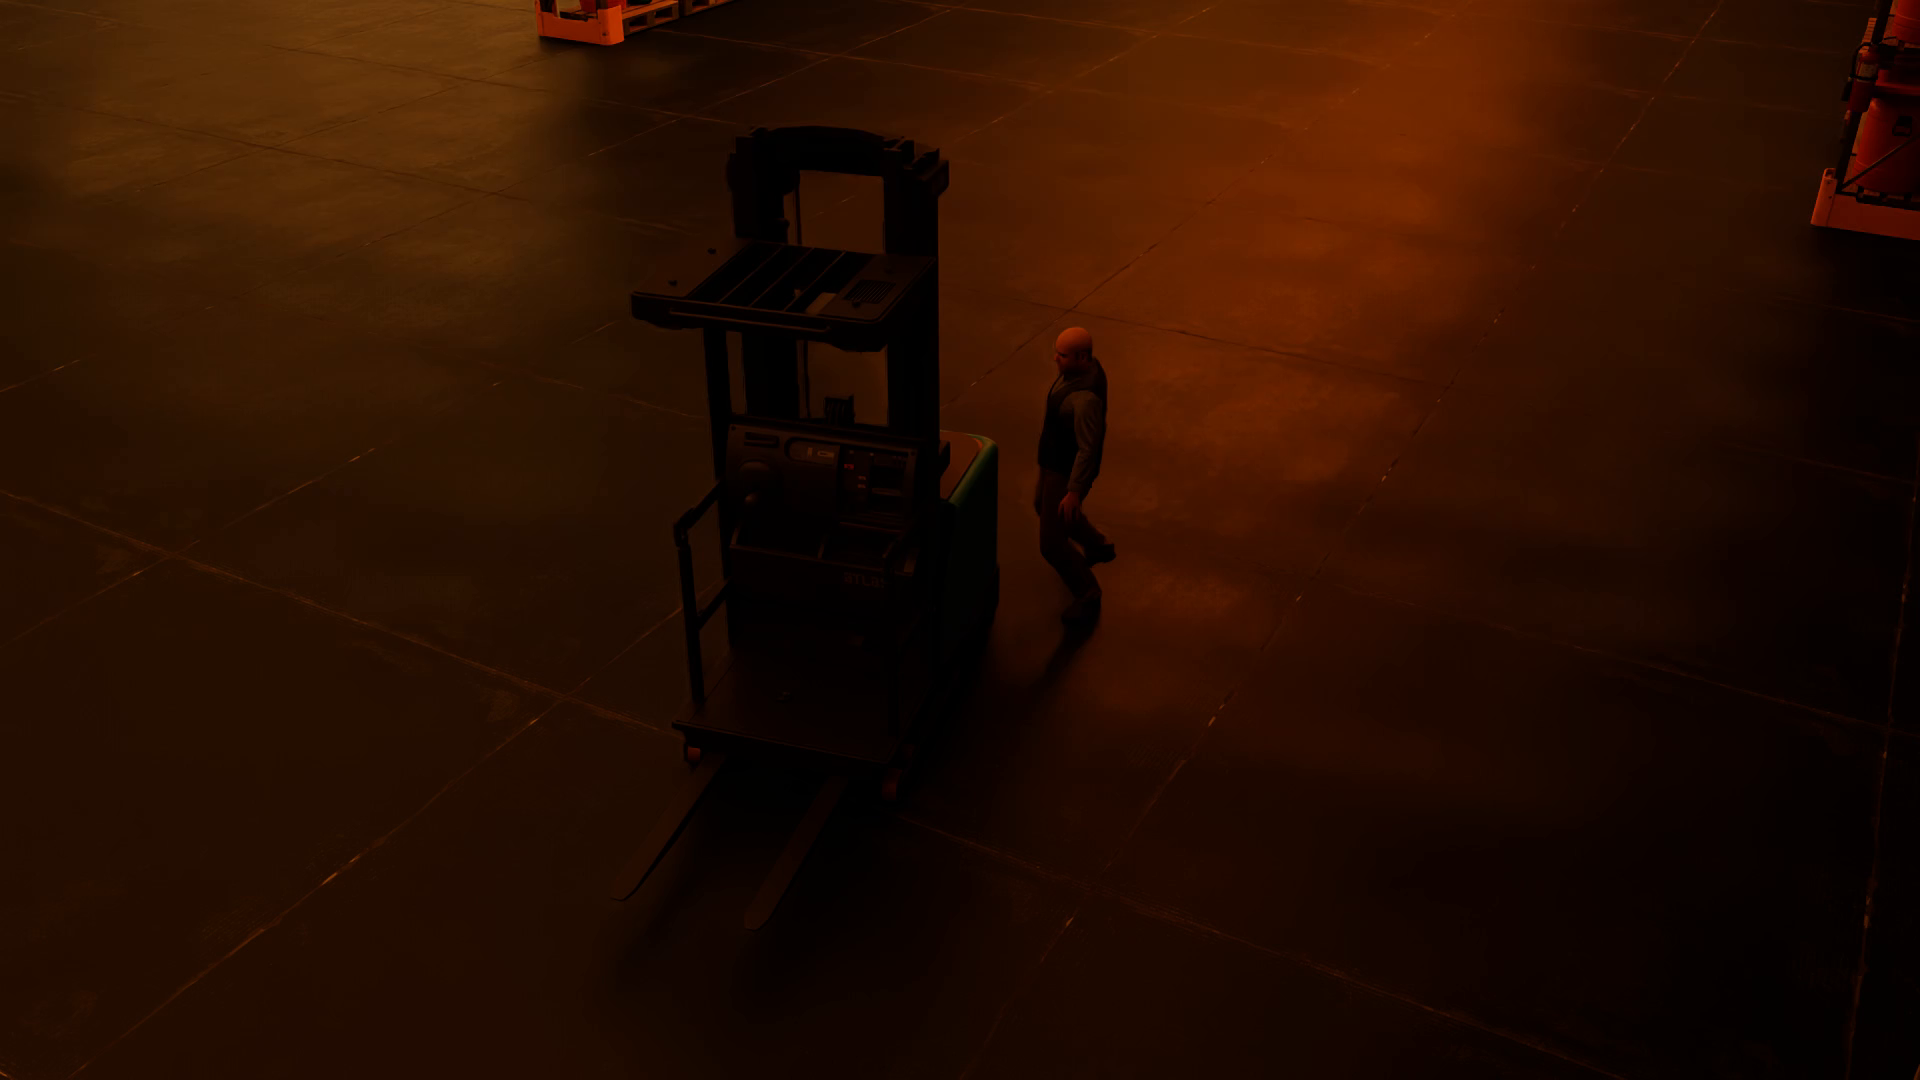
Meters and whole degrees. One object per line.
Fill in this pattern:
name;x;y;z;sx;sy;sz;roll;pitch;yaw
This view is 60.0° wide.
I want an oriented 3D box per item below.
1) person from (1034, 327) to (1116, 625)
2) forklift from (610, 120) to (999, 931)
person;0.654;-0.447;9.148;0.482;1.641;0.870;2;30;3
forklift;-0.704;-0.253;7.509;1.130;2.935;3.031;9;31;15
